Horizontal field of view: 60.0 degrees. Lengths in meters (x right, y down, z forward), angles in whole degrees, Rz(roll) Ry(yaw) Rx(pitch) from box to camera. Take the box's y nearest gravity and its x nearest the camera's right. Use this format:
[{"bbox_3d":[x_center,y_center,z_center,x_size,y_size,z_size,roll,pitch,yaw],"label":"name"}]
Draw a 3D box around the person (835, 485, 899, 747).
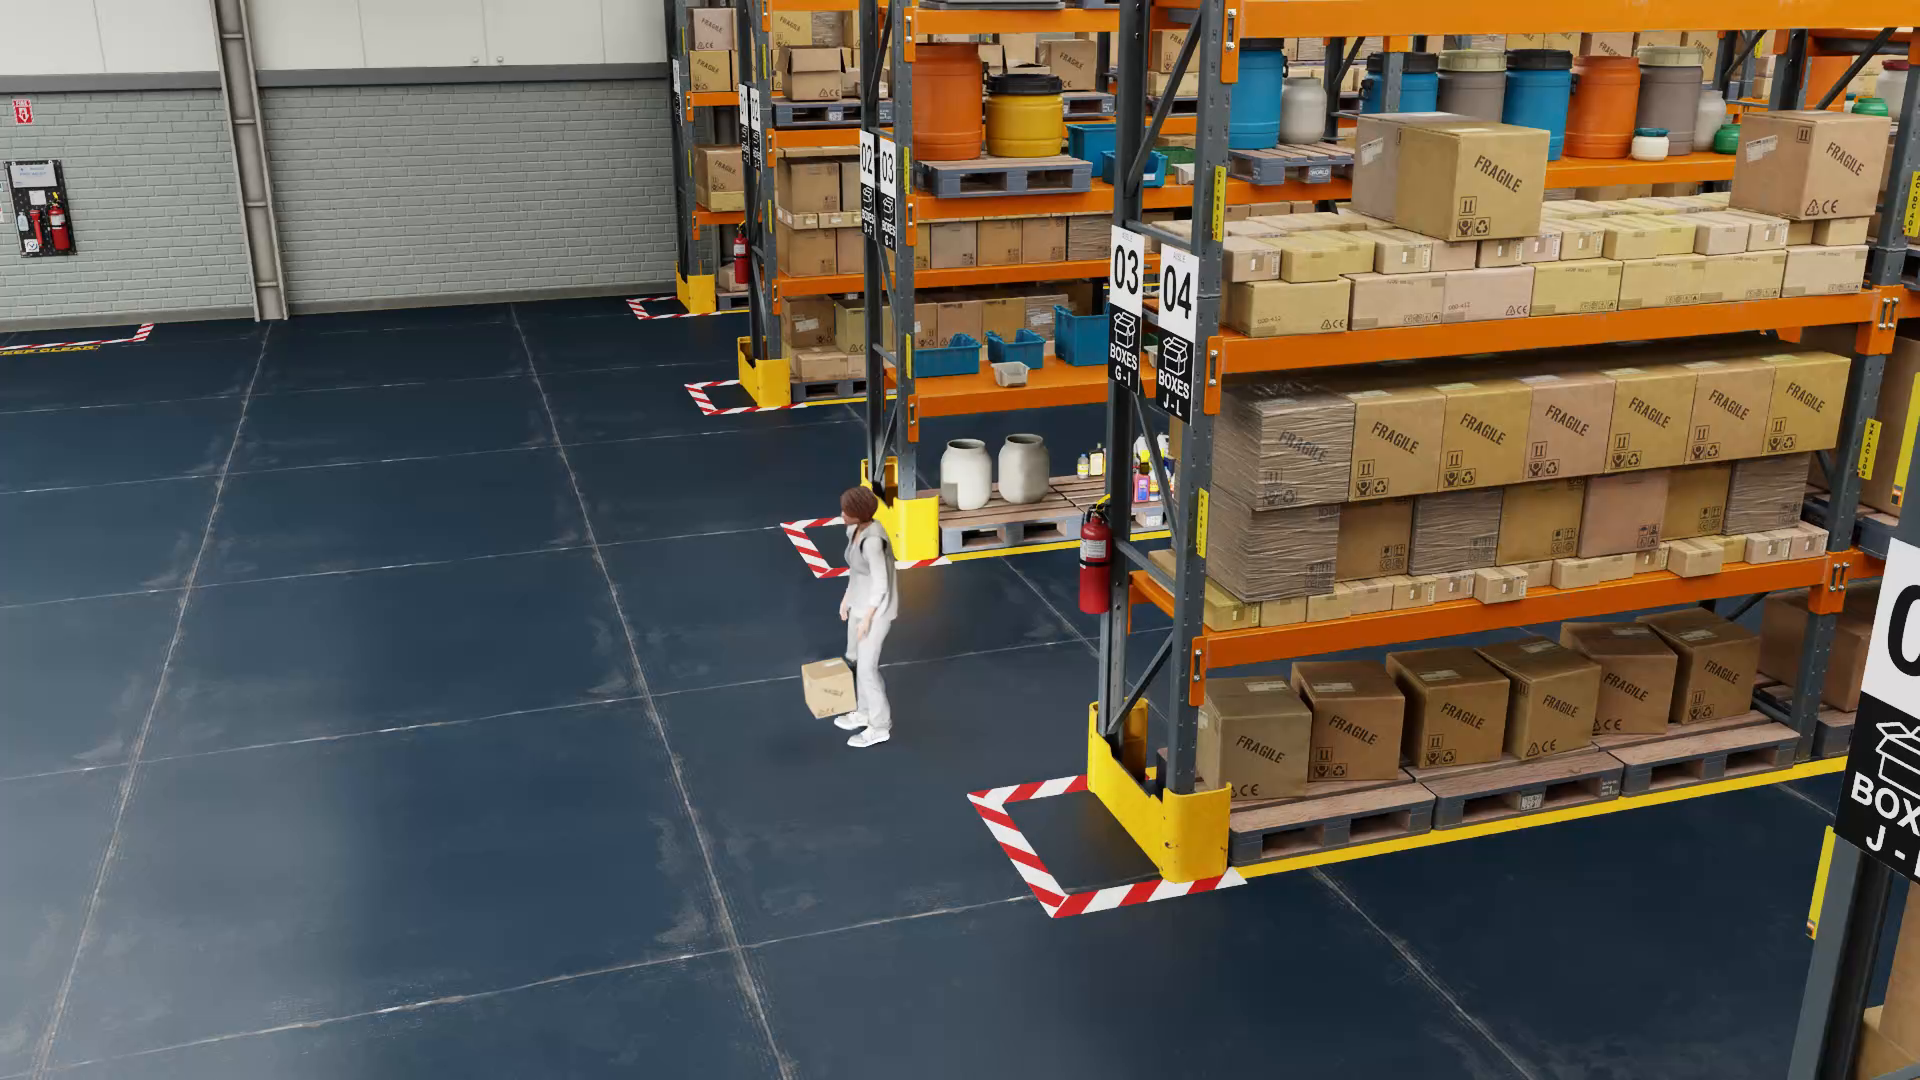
[{"bbox_3d":[-0.550,0.440,9.856,0.341,1.584,0.455,-7,21,-19],"label":"person"}]
